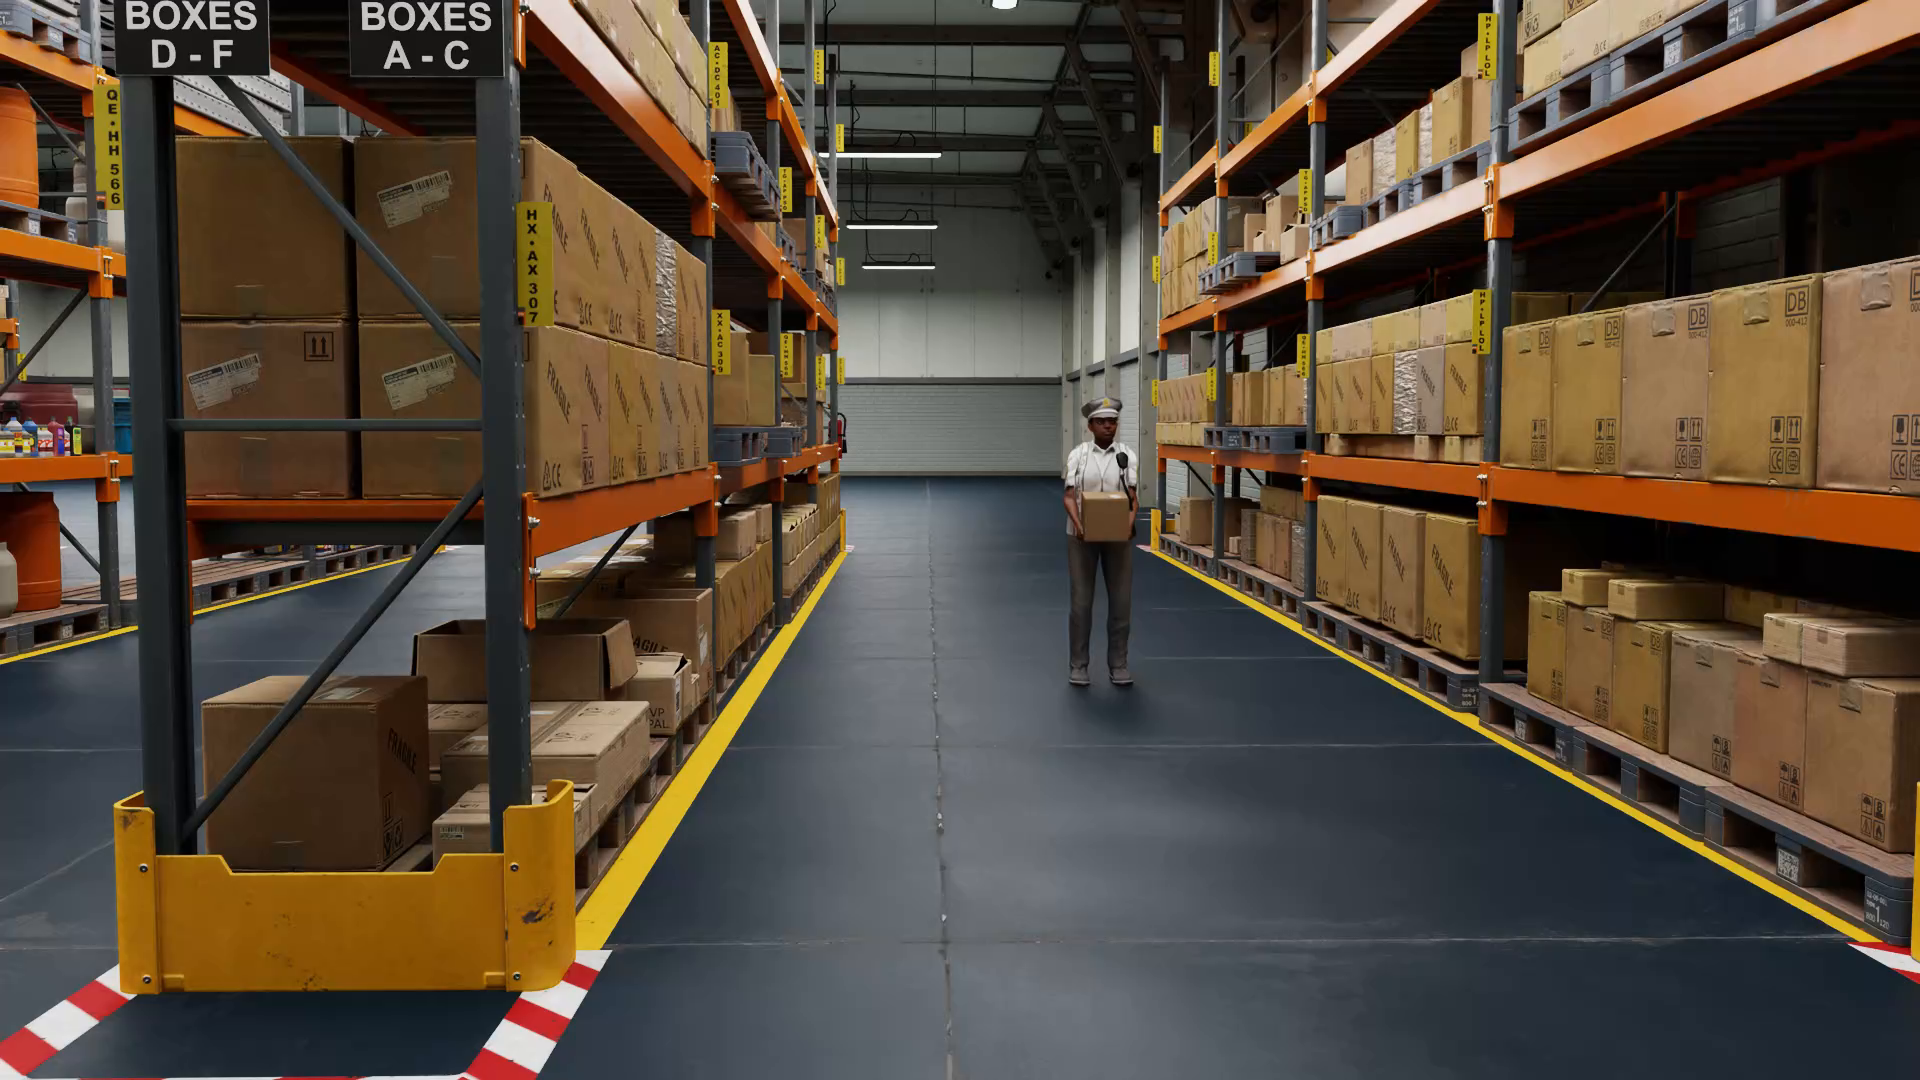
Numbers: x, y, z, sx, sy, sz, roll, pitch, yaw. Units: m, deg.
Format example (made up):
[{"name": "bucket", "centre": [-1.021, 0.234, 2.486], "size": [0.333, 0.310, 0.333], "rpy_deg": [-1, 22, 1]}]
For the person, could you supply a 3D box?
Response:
[{"name": "person", "centre": [0.828, 0.006, 9.741], "size": [0.451, 1.689, 0.527], "rpy_deg": [0, 4, 0]}]
